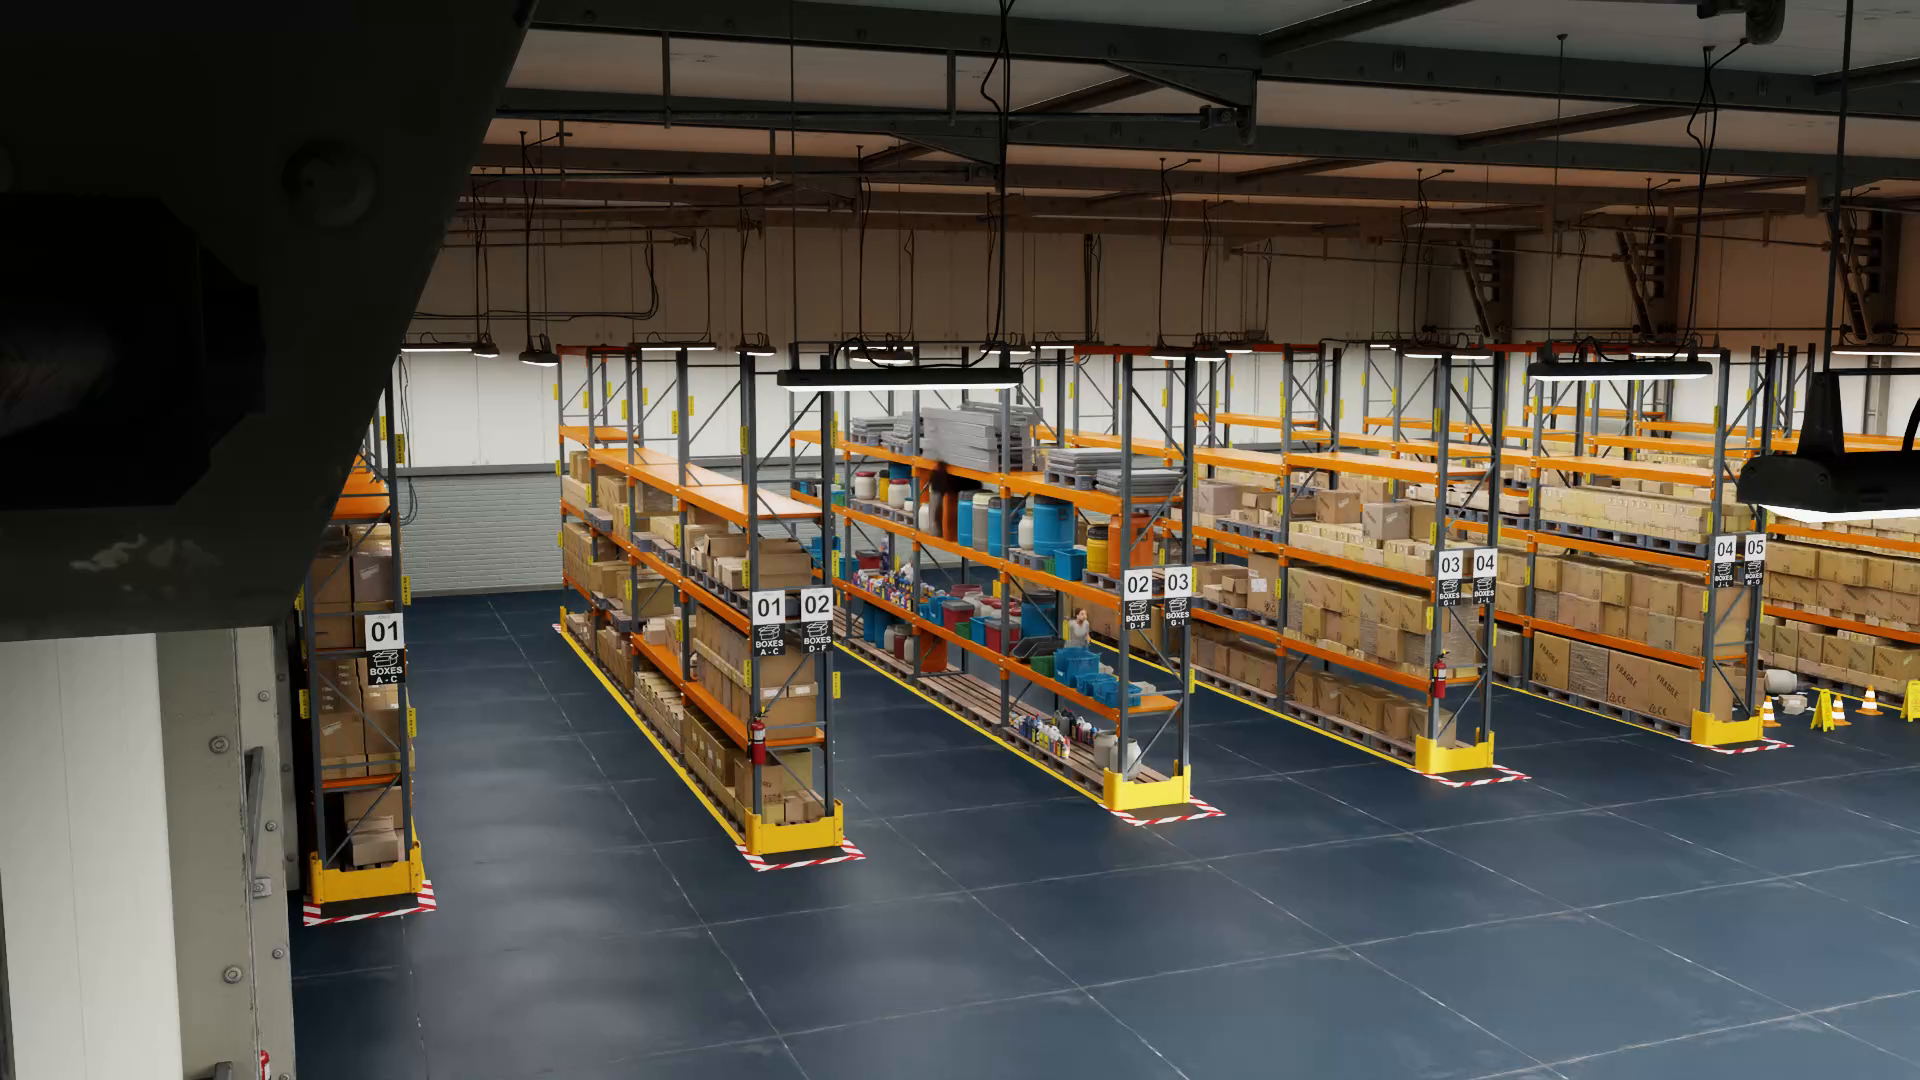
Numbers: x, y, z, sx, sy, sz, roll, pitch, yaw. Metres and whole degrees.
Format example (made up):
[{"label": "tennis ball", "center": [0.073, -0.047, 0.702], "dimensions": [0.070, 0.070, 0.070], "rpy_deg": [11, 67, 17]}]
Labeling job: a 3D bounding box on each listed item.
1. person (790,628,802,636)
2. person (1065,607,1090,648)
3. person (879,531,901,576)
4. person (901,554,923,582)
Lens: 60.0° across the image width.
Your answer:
[{"label": "person", "center": [-3.015, 1.604, 30.828], "dimensions": [0.820, 1.705, 0.689], "rpy_deg": [1, 7, 7]}, {"label": "person", "center": [1.971, 1.920, 28.559], "dimensions": [0.533, 1.604, 0.664], "rpy_deg": [-6, 9, -39]}, {"label": "person", "center": [-1.718, 0.498, 39.643], "dimensions": [0.517, 1.608, 0.731], "rpy_deg": [2, 8, 17]}, {"label": "person", "center": [-1.076, 1.084, 35.032], "dimensions": [0.608, 1.640, 0.943], "rpy_deg": [-5, 9, -35]}]
